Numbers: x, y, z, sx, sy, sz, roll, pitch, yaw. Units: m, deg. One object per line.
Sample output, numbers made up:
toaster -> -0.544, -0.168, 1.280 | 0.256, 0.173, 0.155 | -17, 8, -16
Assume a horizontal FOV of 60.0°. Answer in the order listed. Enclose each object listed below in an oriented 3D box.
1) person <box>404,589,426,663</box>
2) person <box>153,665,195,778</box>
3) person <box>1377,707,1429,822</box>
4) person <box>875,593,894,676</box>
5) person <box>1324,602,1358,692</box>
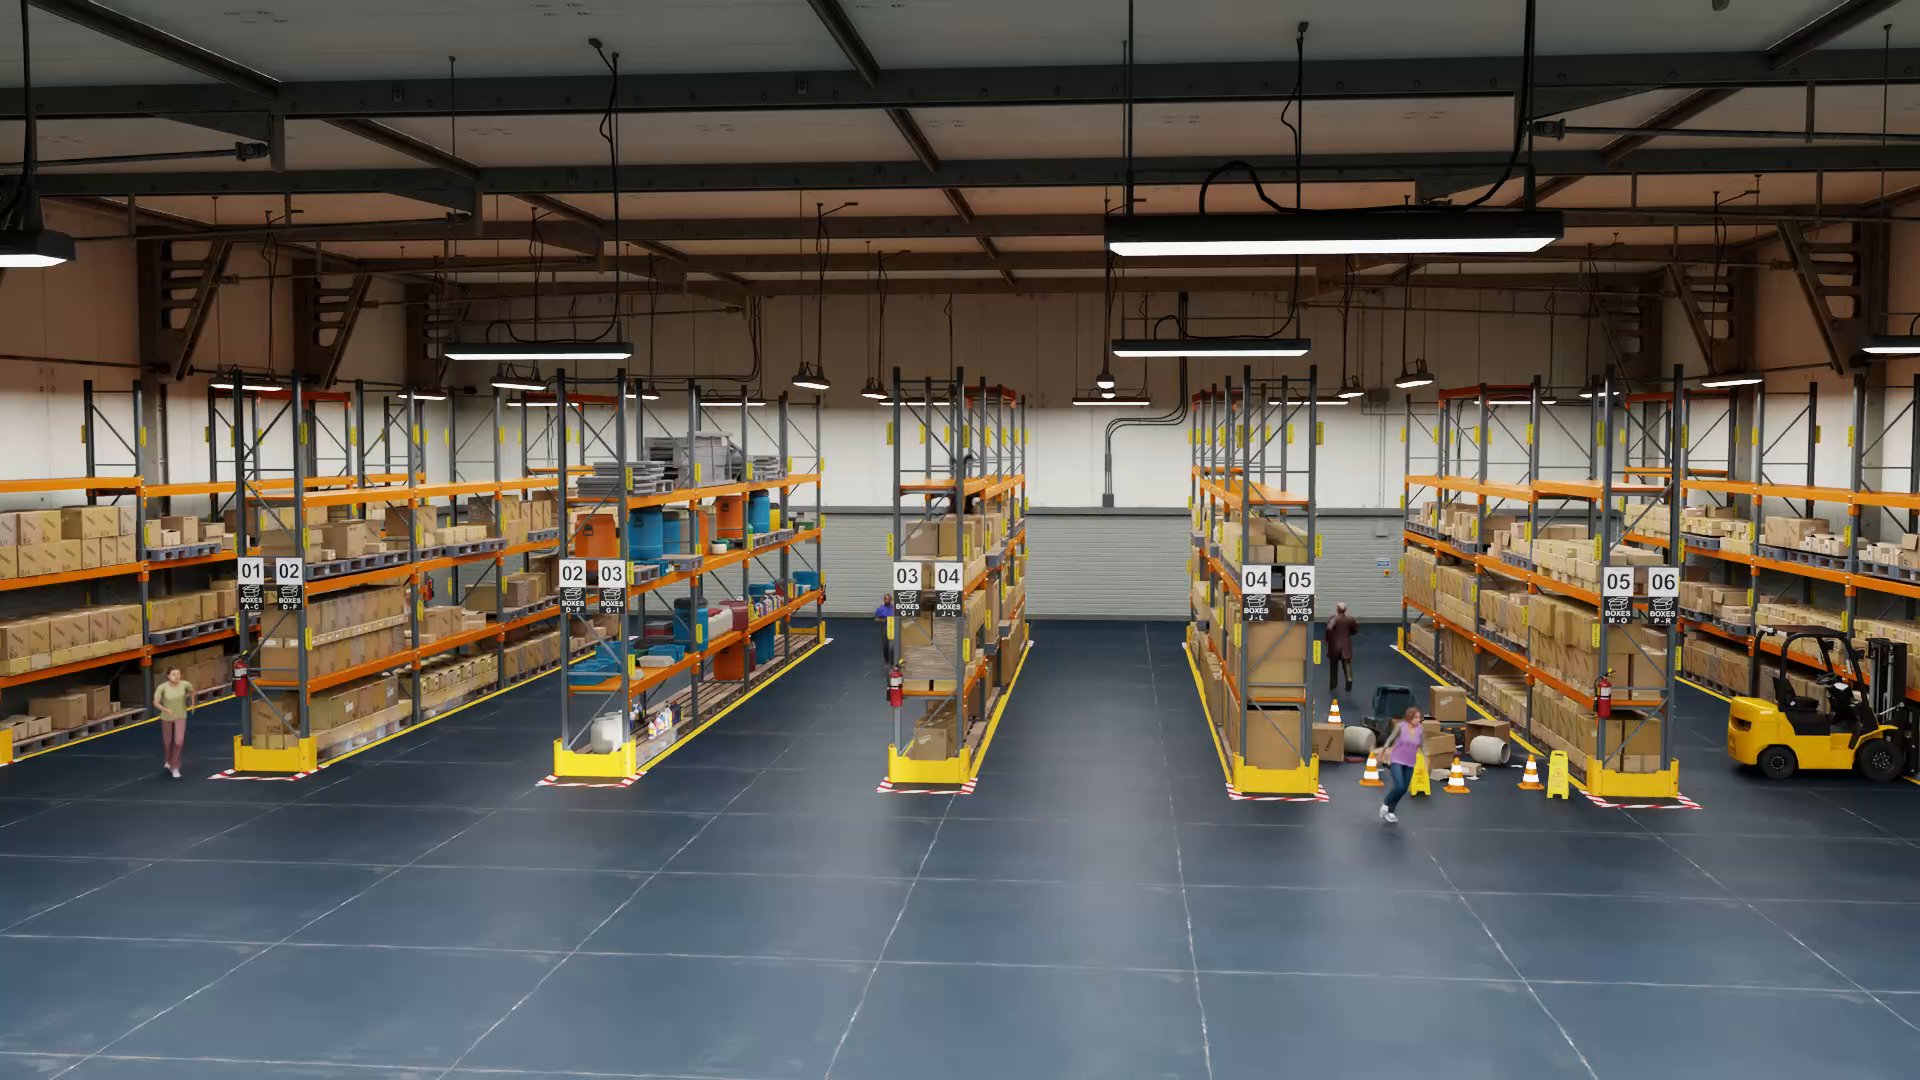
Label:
person -> -11.847, 1.909, 35.926 | 0.656, 1.728, 0.644 | 0, 4, 4
person -> -11.646, 2.681, 24.666 | 0.561, 1.652, 0.839 | -2, 4, -24
person -> 5.735, 2.901, 21.467 | 0.536, 1.542, 0.652 | -1, 4, -16
person -> -1.522, 1.979, 35.226 | 0.541, 1.705, 0.861 | 0, 4, 5
person -> 7.415, 2.125, 32.367 | 0.688, 1.664, 1.063 | 0, 4, 0
